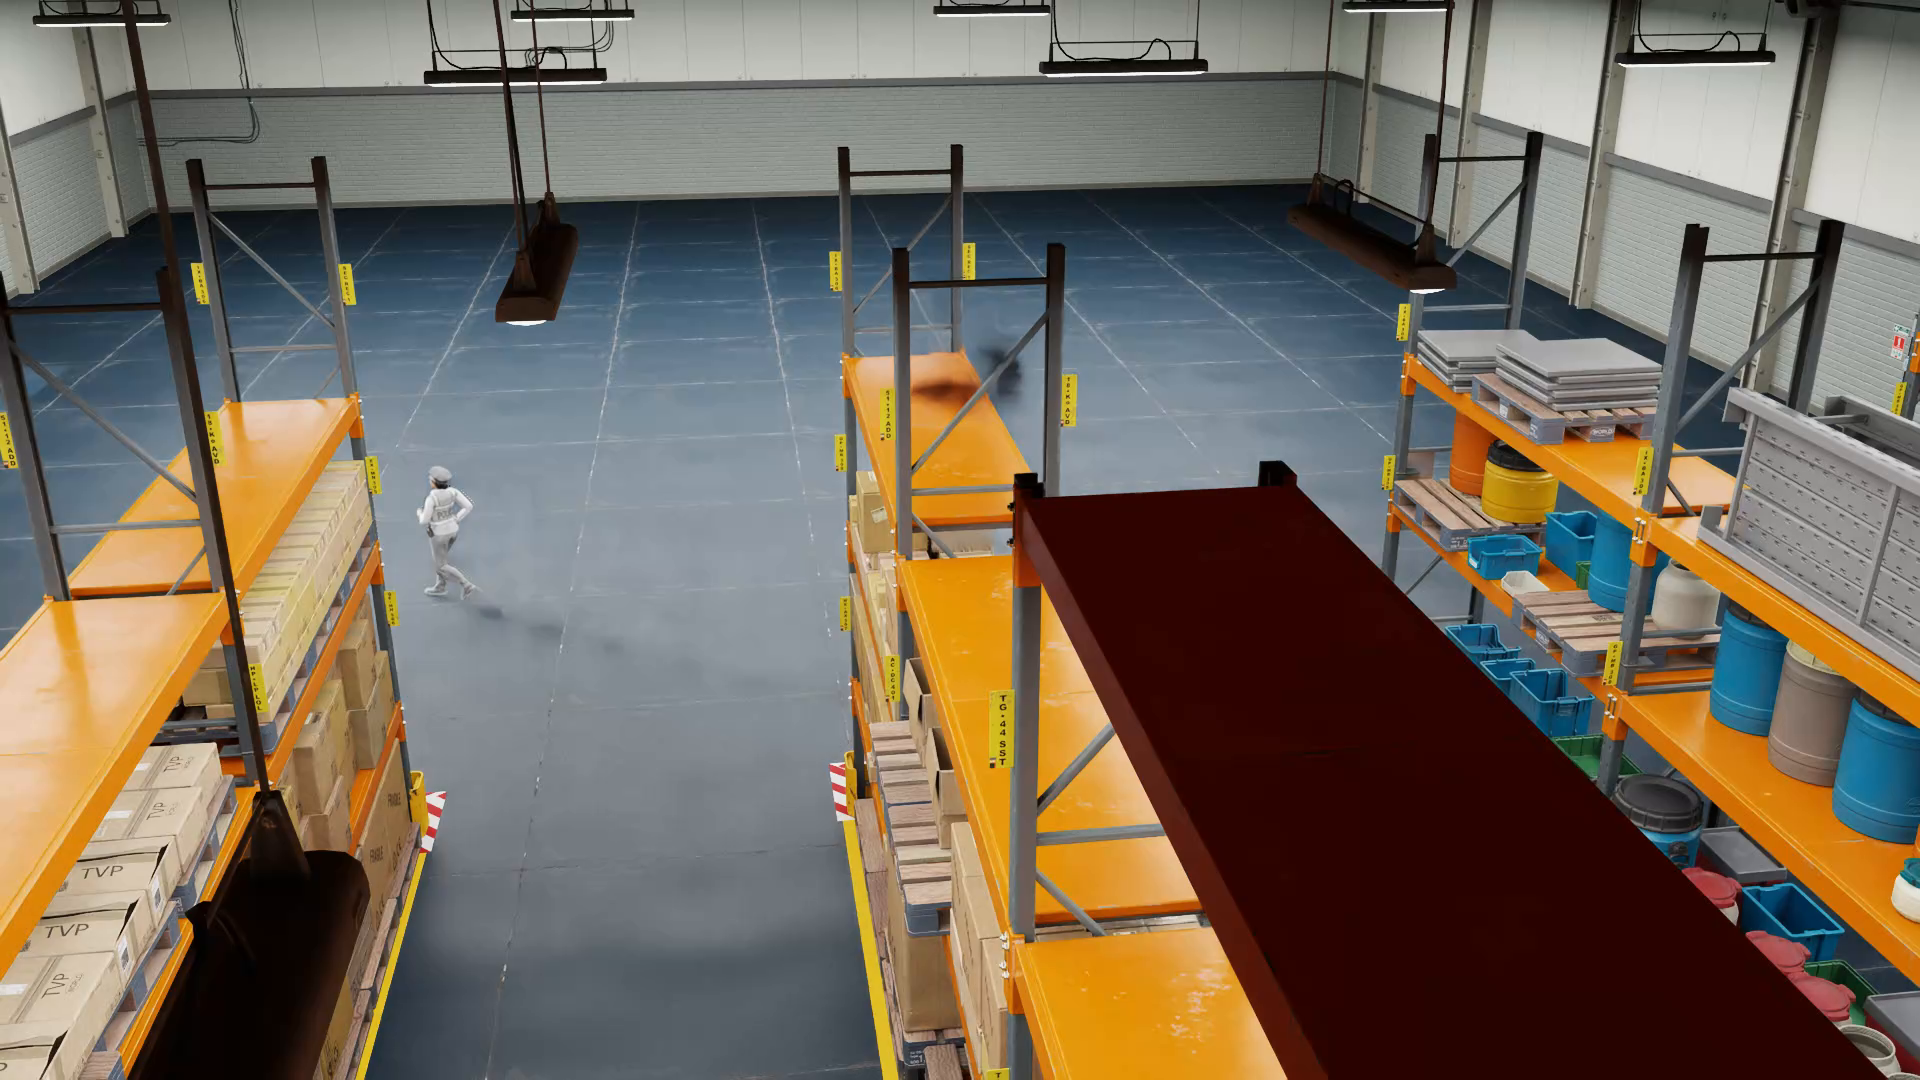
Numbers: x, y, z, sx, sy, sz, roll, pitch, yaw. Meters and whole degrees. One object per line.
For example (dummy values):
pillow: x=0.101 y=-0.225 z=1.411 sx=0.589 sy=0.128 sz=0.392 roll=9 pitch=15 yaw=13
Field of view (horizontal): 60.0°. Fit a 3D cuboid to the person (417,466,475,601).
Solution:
person: x=-6.049 y=-0.068 z=19.508 sx=0.877 sy=1.670 sz=0.622 roll=11 pitch=24 yaw=26
